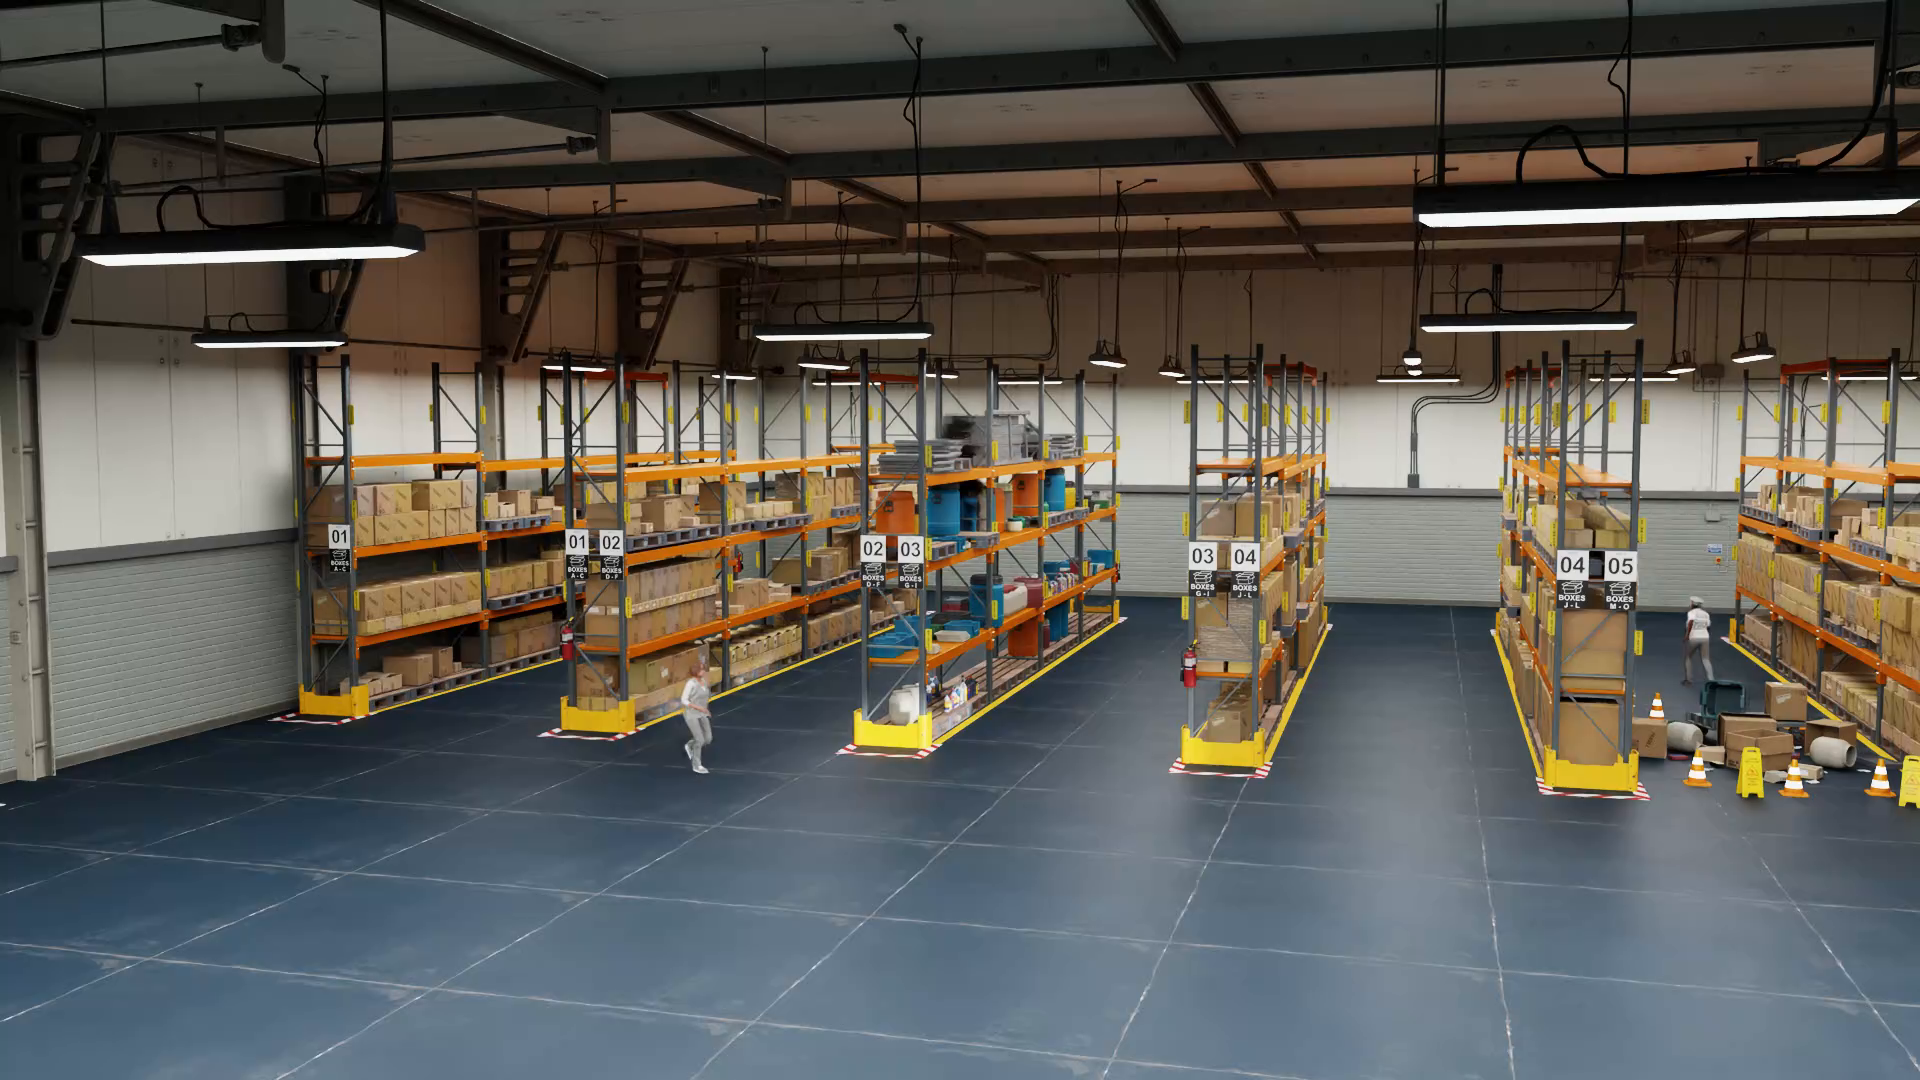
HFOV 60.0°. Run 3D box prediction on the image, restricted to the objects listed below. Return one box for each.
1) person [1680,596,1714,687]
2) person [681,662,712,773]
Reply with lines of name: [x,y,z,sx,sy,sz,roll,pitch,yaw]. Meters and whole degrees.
person: [13.581,1.891,30.585,0.574,1.656,0.955,0,4,1]
person: [-3.705,2.531,23.287,0.583,1.481,0.525,3,5,32]
